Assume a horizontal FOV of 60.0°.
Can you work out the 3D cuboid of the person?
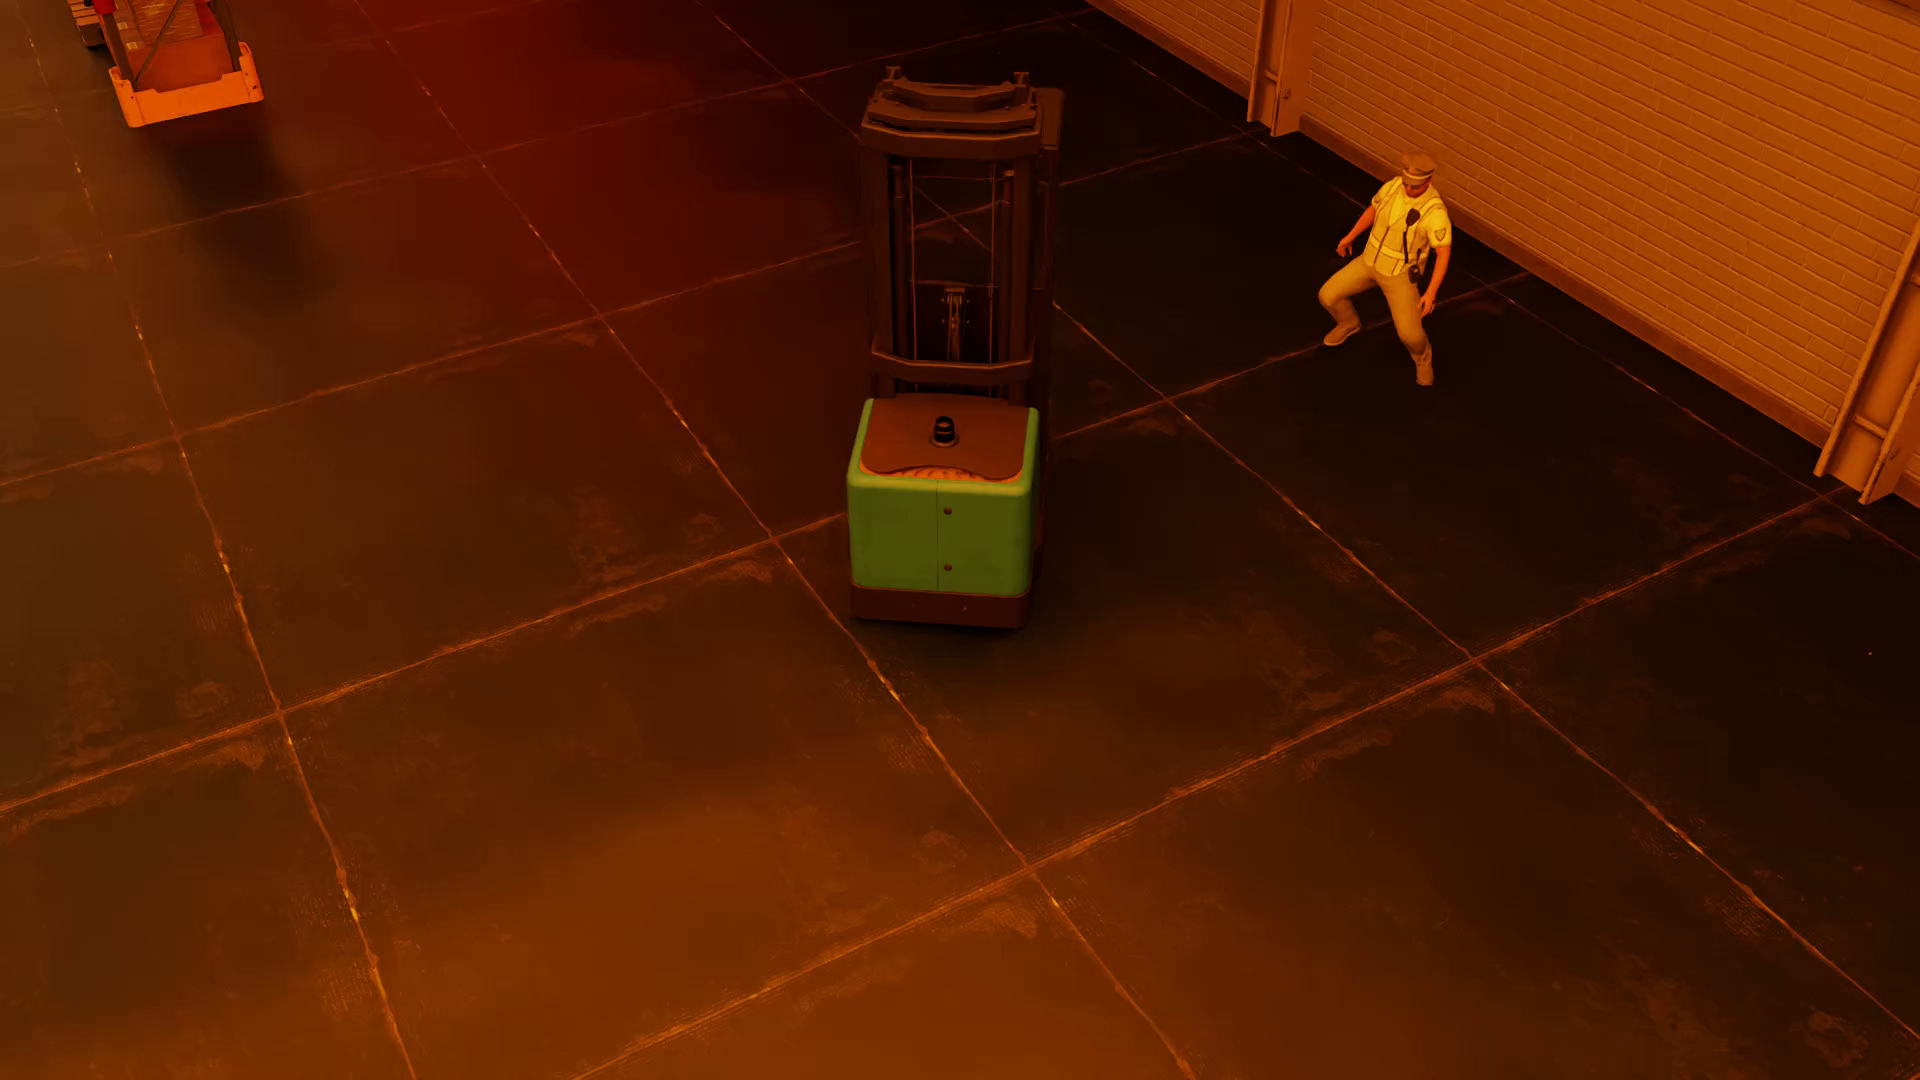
[{"bbox_3d":[2.959,-1.872,11.337,0.637,1.637,0.958,-24,45,-26],"label":"person"}]

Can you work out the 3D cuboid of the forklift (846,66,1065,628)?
[{"bbox_3d":[0.019,-1.549,9.904,1.130,2.935,3.031,4,40,4],"label":"forklift"}]
